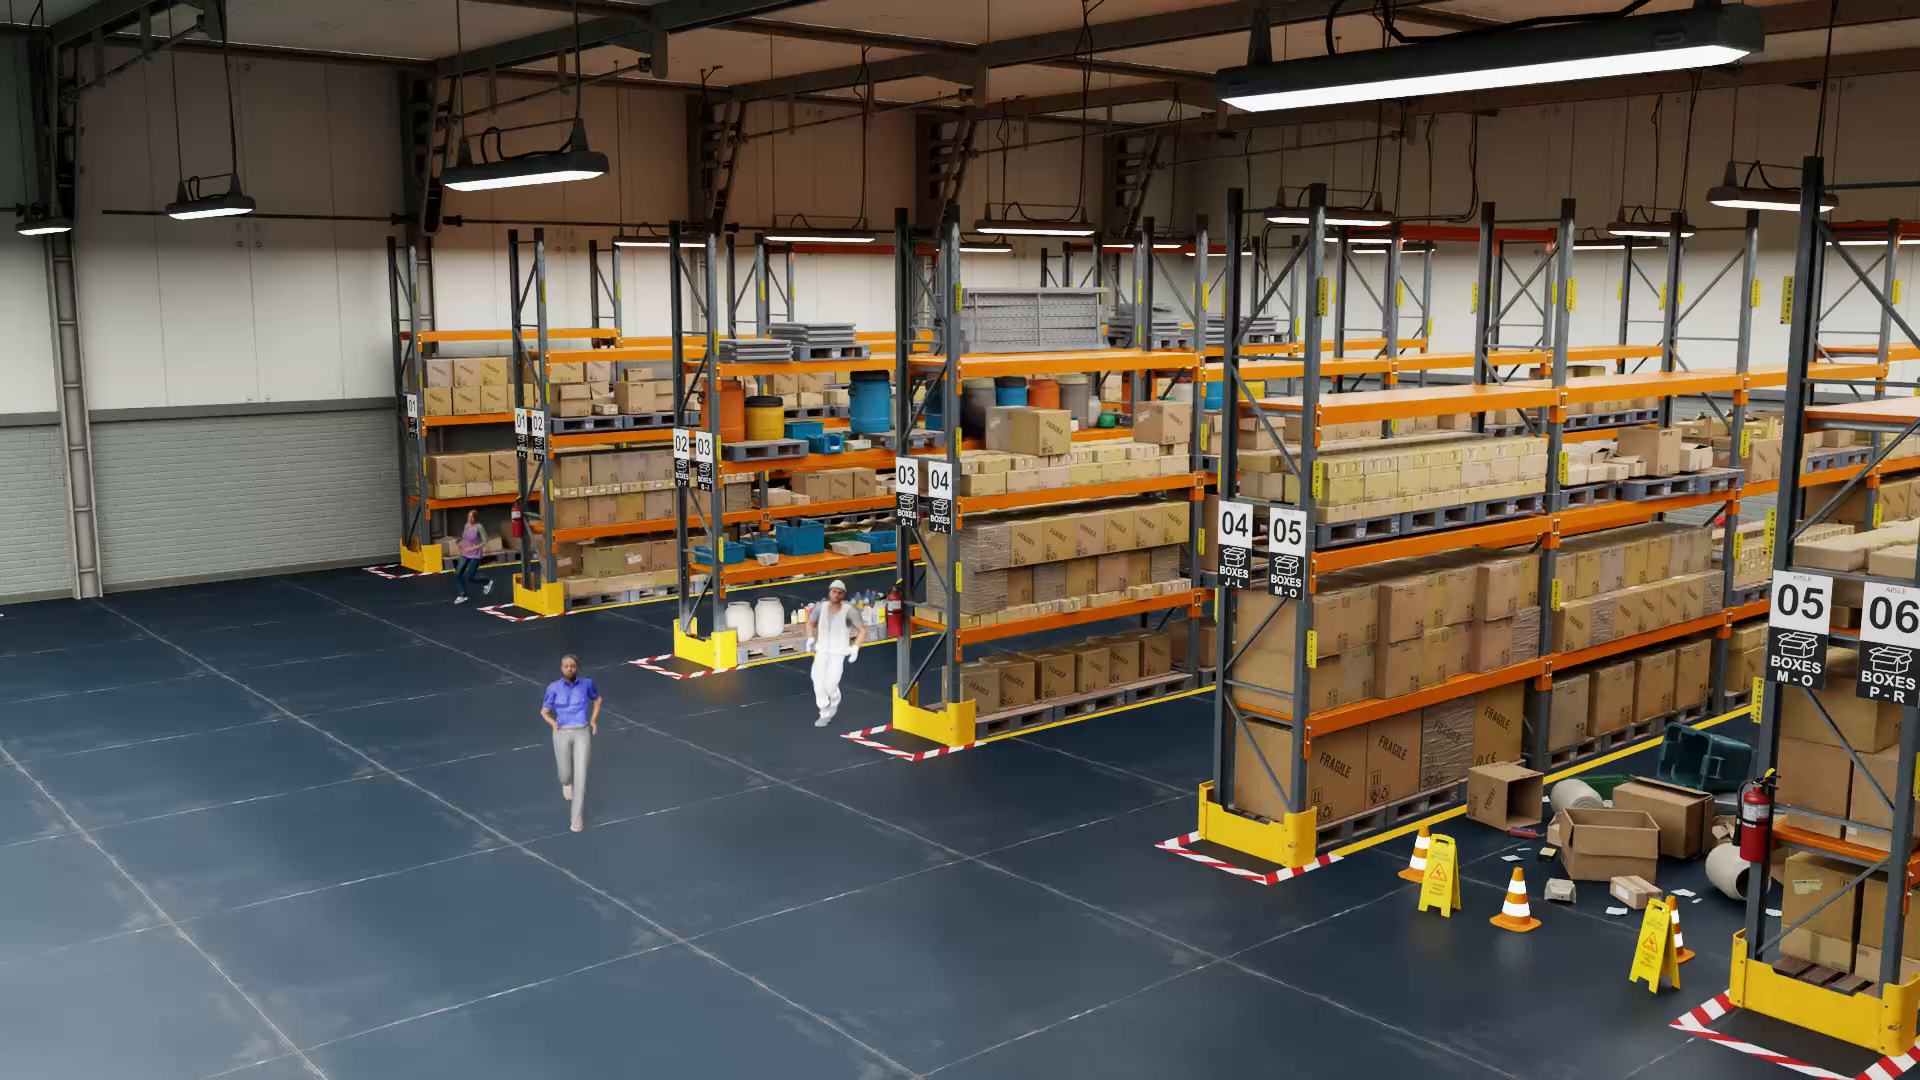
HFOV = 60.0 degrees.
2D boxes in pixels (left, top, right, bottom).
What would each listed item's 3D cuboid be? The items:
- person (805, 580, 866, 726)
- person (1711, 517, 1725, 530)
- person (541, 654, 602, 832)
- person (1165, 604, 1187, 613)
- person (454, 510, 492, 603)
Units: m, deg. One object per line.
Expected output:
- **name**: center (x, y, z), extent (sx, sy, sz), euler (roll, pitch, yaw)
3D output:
- **person**: center (-1.492, 1.333, 19.463), extent (0.715, 1.736, 0.531), euler (2, 9, 15)
- **person**: center (11.141, 0.552, 24.393), extent (0.881, 1.788, 0.643), euler (-6, 10, -32)
- **person**: center (-3.752, 1.953, 16.076), extent (0.556, 1.557, 0.851), euler (-2, 9, -14)
- **person**: center (3.340, 0.233, 25.070), extent (0.663, 1.699, 0.752), euler (8, 12, 40)
- **person**: center (-7.935, 0.309, 27.207), extent (0.562, 1.447, 0.621), euler (5, 10, 31)
